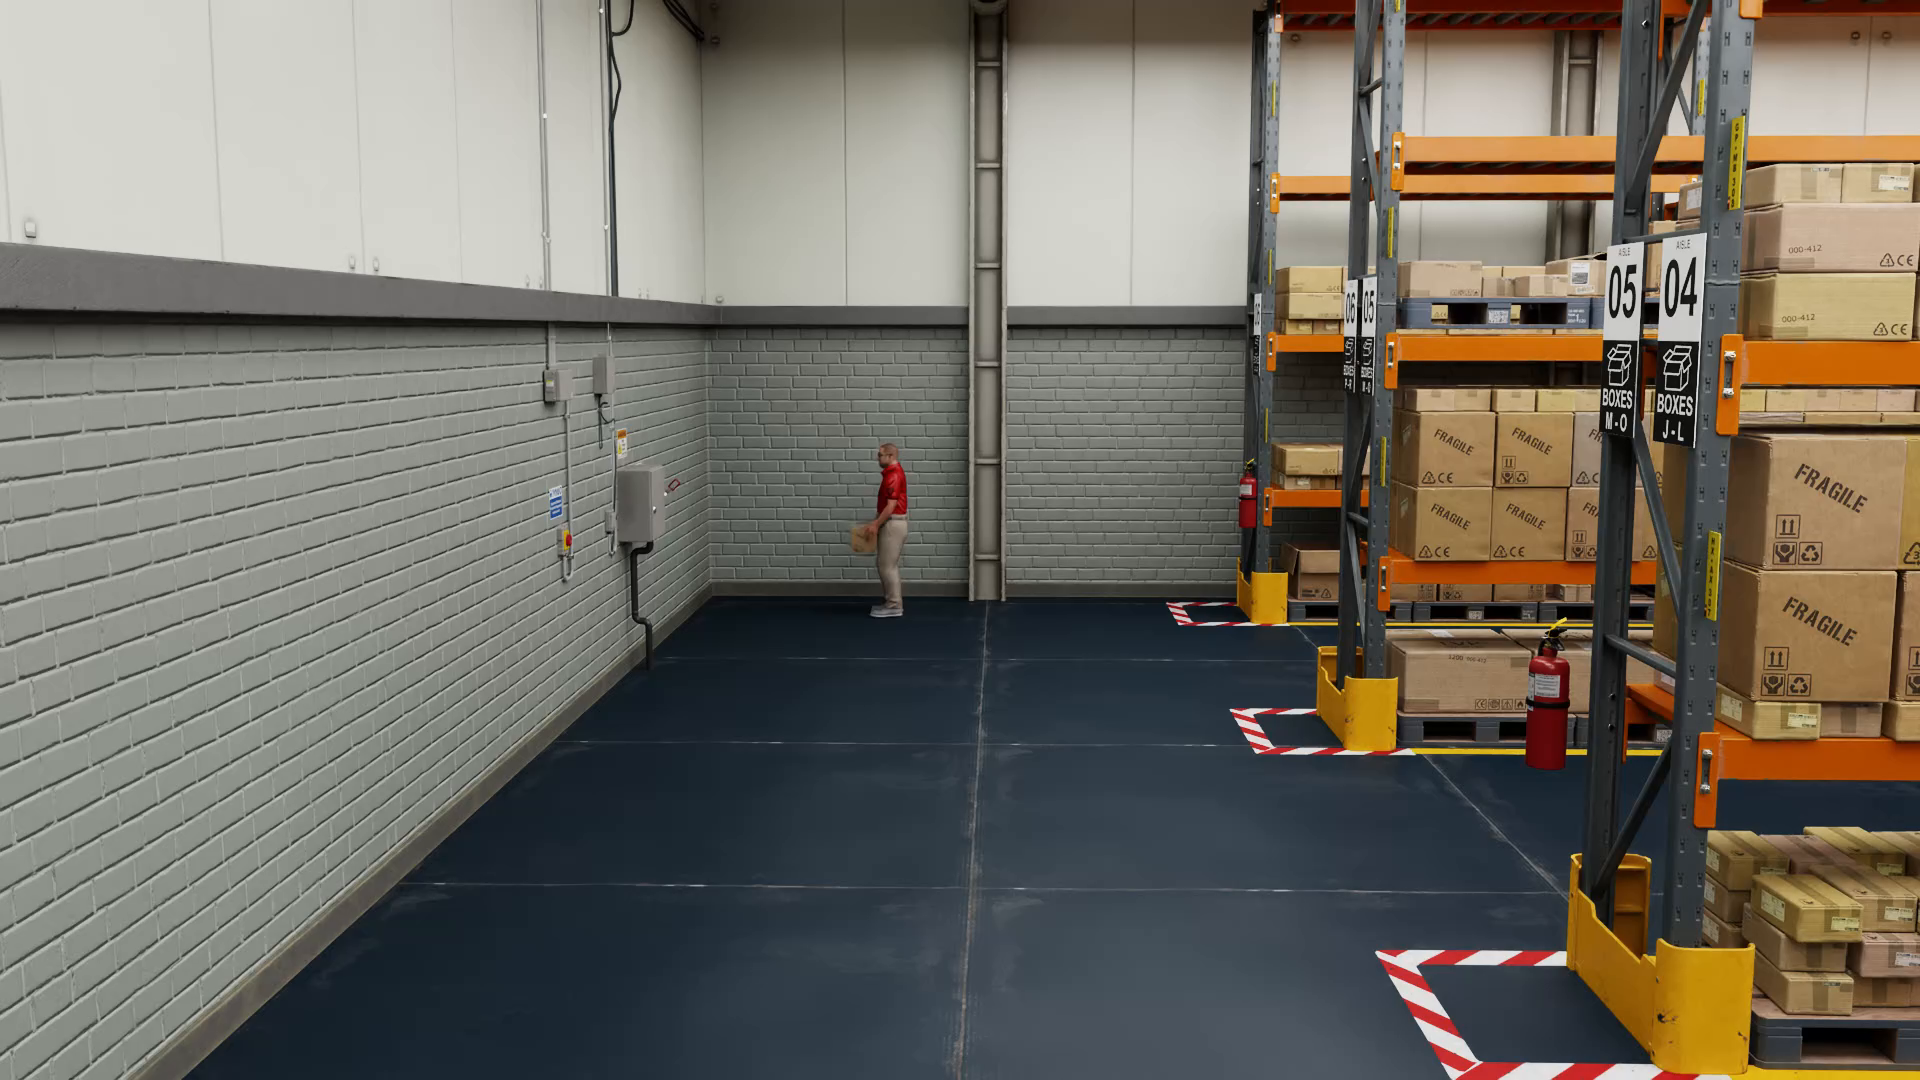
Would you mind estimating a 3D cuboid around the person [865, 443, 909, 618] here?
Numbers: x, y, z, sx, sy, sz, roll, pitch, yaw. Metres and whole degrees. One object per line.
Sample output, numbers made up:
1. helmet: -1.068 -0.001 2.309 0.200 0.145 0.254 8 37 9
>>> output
1. person: -0.730 -0.104 16.623 0.431 1.733 0.539 0 7 0
